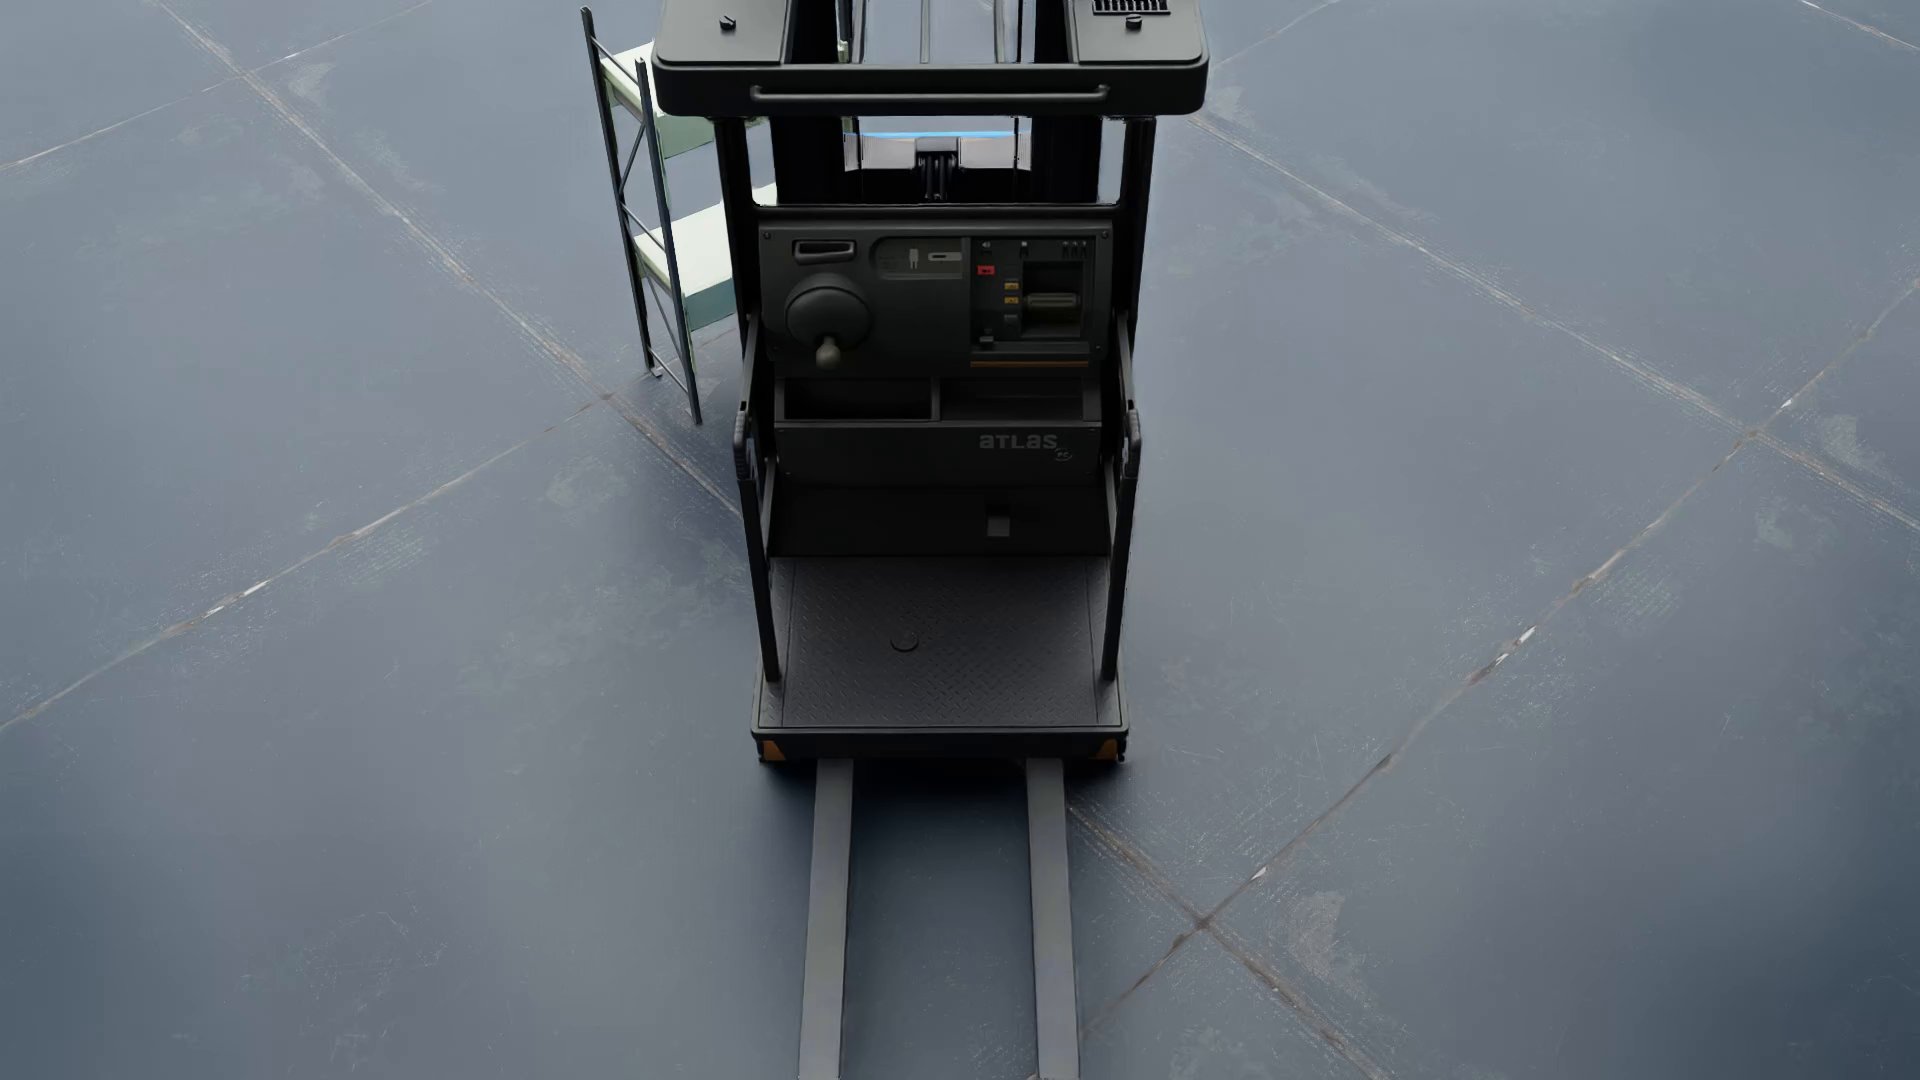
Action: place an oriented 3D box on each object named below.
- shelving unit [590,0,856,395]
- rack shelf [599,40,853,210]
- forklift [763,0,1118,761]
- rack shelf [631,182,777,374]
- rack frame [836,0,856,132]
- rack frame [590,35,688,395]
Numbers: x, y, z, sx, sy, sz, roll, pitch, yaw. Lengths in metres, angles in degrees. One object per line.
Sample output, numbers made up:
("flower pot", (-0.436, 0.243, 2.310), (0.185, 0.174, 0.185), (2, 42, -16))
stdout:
("shelving unit", (-0.778, -1.219, 5.854), (0.748, 1.500, 0.431), (-27, 53, -23))
("rack shelf", (-0.781, -1.482, 5.566), (0.720, 0.370, 0.431), (-27, 53, -23))
("forklift", (-10.482, -3.568, 7.091), (21.916, 2.867, 9.217), (0, 47, 0))
("rack shelf", (-0.781, -0.997, 6.093), (0.720, 0.370, 0.431), (-27, 53, -23))
("rack frame", (-0.482, -1.373, 5.996), (0.023, 1.500, 0.400), (-27, 53, -23))
("rack frame", (-1.080, -1.063, 5.710), (0.010, 1.308, 0.380), (-27, 53, -23))
